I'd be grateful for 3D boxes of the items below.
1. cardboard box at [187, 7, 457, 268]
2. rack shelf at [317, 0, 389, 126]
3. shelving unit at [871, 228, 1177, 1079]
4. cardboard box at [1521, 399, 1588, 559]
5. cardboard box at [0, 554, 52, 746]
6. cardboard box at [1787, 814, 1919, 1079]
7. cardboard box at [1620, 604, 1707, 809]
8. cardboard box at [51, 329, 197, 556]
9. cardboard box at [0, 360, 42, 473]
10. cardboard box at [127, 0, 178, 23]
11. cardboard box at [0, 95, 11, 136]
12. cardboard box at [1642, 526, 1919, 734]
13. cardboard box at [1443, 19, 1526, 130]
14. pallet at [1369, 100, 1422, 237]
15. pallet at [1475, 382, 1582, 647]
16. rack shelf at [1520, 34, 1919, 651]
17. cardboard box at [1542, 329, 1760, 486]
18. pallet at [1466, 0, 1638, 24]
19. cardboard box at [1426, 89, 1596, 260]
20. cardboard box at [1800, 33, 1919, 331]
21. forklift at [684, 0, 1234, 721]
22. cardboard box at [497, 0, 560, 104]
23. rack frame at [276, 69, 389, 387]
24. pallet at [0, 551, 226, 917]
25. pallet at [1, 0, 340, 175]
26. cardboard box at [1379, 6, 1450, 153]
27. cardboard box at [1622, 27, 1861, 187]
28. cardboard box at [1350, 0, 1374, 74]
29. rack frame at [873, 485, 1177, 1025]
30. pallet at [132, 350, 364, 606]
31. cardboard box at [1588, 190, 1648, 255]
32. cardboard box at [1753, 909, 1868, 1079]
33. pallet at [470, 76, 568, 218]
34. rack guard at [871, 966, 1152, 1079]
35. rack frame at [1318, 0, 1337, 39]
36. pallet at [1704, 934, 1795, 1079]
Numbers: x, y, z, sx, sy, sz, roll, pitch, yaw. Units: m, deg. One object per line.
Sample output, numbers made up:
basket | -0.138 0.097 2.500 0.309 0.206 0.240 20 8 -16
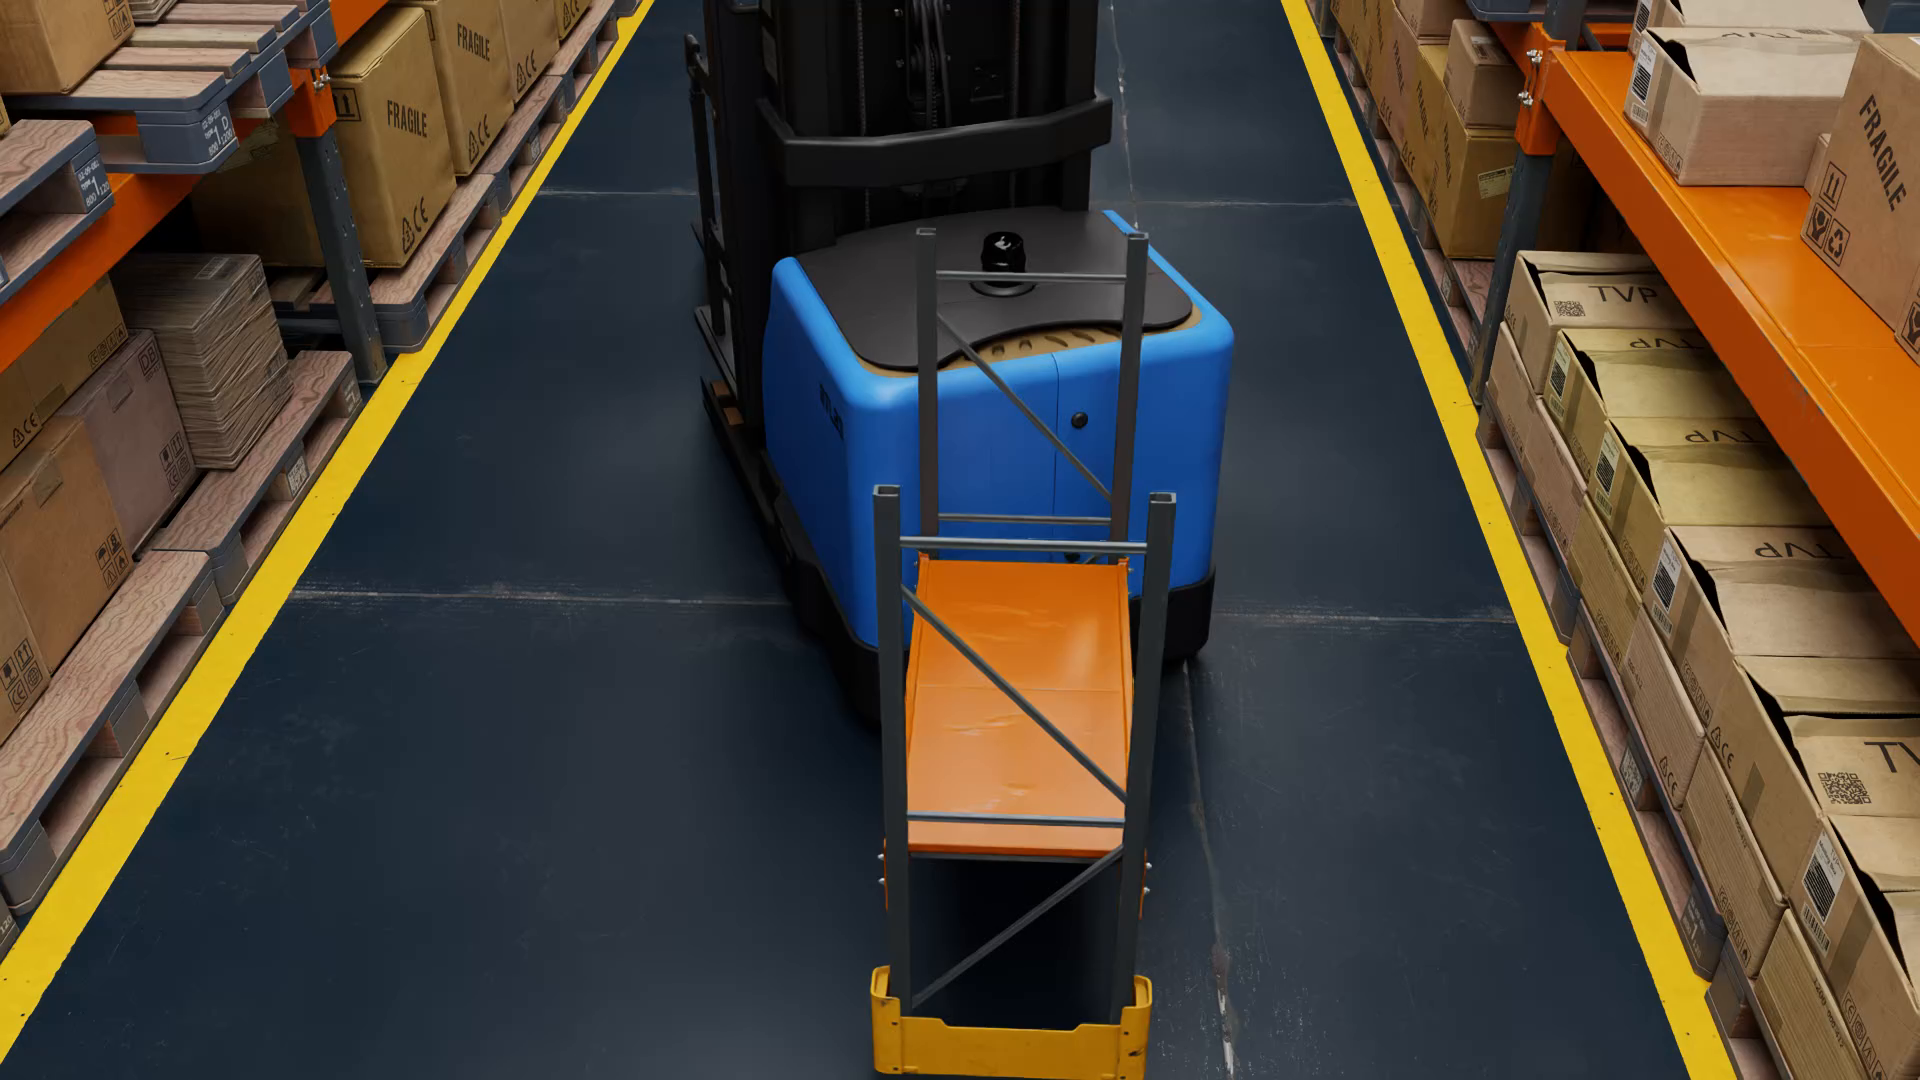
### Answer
cardboard box | -2.454 -1.544 6.343 0.750 0.750 0.750 1 35 1
rack shelf | -2.534 -2.687 7.090 1.077 0.370 4.000 1 35 2
shelving unit | 0.131 0.240 3.604 0.587 1.500 1.083 2 35 2
cardboard box | 2.002 -0.184 4.929 0.500 0.250 0.500 0 35 1
cardboard box | -2.730 0.295 4.013 0.700 0.500 0.500 2 35 2
cardboard box | 1.919 0.763 3.093 0.500 0.311 0.500 2 35 3
cardboard box | 1.966 0.409 4.085 0.500 0.250 0.500 2 35 3
cardboard box | -2.728 -0.281 4.833 0.700 0.500 0.500 1 35 2
cardboard box | -2.692 -0.260 4.150 0.500 0.250 0.500 1 35 2
cardboard box | -2.623 -1.783 4.709 0.700 0.500 0.500 -3 35 -4
cardboard box | -2.651 -1.067 3.689 0.700 0.500 0.500 1 35 2
cardboard box | 1.966 0.188 3.912 0.500 0.311 0.500 1 35 1
cardboard box | 2.137 -1.759 6.284 0.500 0.250 0.500 3 35 4
pallet | 2.455 -1.706 7.494 1.003 0.211 1.213 1 35 2
pallet | 2.264 -0.107 5.219 1.003 0.211 1.213 1 35 2
rack shelf | 2.255 -0.277 3.661 1.077 0.370 4.000 1 35 2
cardboard box | 2.008 -0.400 4.749 0.500 0.311 0.500 1 35 1
pallet | 2.293 -2.033 5.700 1.213 0.211 1.003 1 35 2
cardboard box | 2.139 -1.420 6.453 0.500 0.500 0.500 3 35 4
cardboard box | 2.285 -0.797 3.688 0.500 0.500 0.500 0 35 -1
forklift | -0.260 -1.559 4.919 1.130 2.935 3.031 -11 37 -16
cardboard box | -2.383 -2.536 7.753 0.750 0.750 0.750 2 35 3
rack frame | -2.614 -1.832 5.248 1.000 3.000 0.127 1 35 2
pallet | -2.699 0.457 4.417 1.003 0.211 1.213 1 35 2
pallet | -2.536 -1.342 4.718 1.213 0.211 1.003 1 35 2
cardboard box | 2.175 -2.019 7.306 0.500 0.500 0.500 0 35 0
cardboard box | 2.106 -1.174 4.390 0.500 0.311 0.500 1 35 1
cardboard box | 2.223 -2.596 8.127 0.500 0.500 0.500 2 35 3
rack frame | 0.106 0.537 3.181 0.500 1.500 0.032 2 35 2
pallet | -2.647 -0.243 5.411 1.003 0.211 1.213 1 35 2
cardboard box | 2.639 -1.132 6.044 0.500 0.500 0.500 3 35 4
cardboard box | 1.924 0.996 3.251 0.500 0.250 0.500 1 35 1
pallet | -2.456 -1.842 7.687 1.003 0.211 1.213 1 35 2
rack guard | 0.107 1.038 3.556 0.587 0.250 0.087 2 35 2
rack frame | 2.496 -4.018 8.359 1.000 3.000 0.127 1 35 2
pallet | 2.166 1.295 3.224 1.003 0.211 1.213 1 35 2
